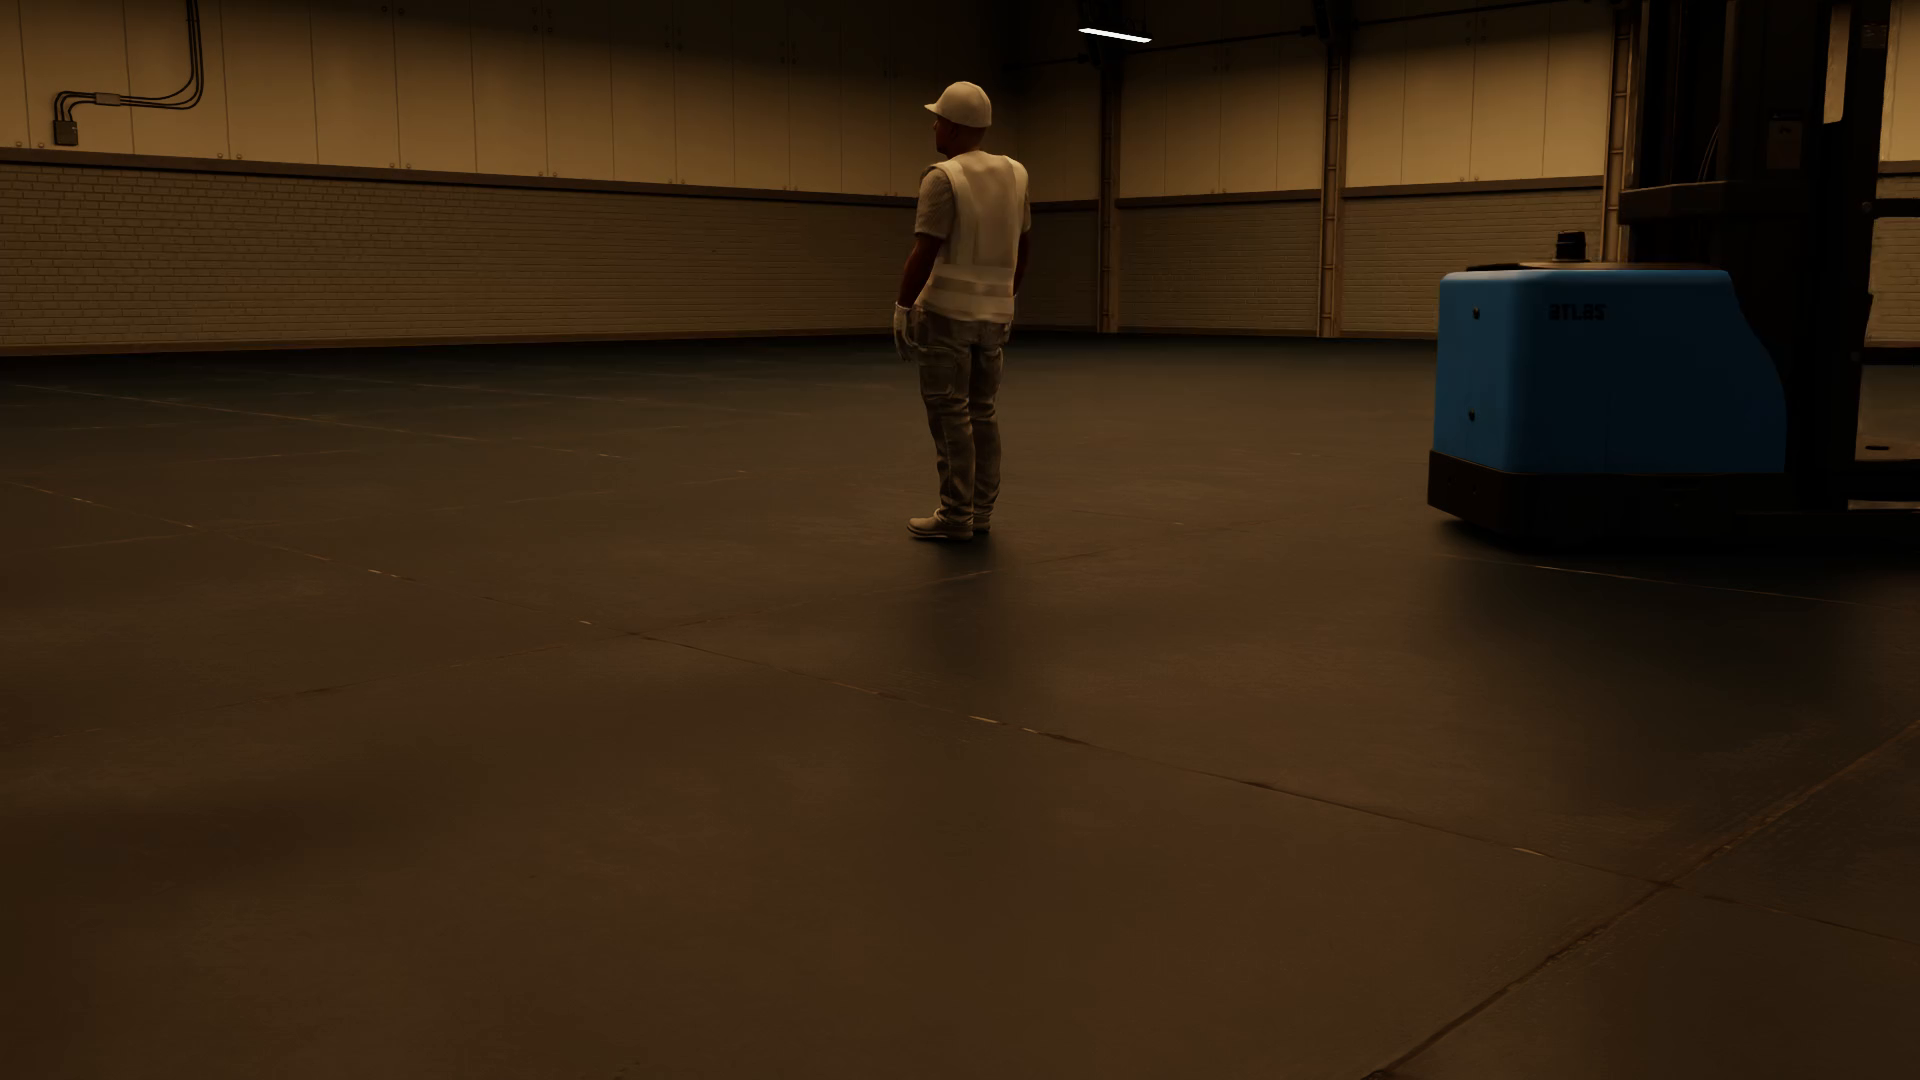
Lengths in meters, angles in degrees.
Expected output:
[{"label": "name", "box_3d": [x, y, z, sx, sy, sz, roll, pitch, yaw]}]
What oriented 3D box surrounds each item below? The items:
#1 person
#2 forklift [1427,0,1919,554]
[{"label": "person", "box_3d": [-0.046, -0.897, 6.639, 0.575, 1.785, 0.657, 8, 12, 43]}, {"label": "forklift", "box_3d": [3.568, -1.475, 6.670, 3.031, 2.935, 1.130, 0, 9, -2]}]
